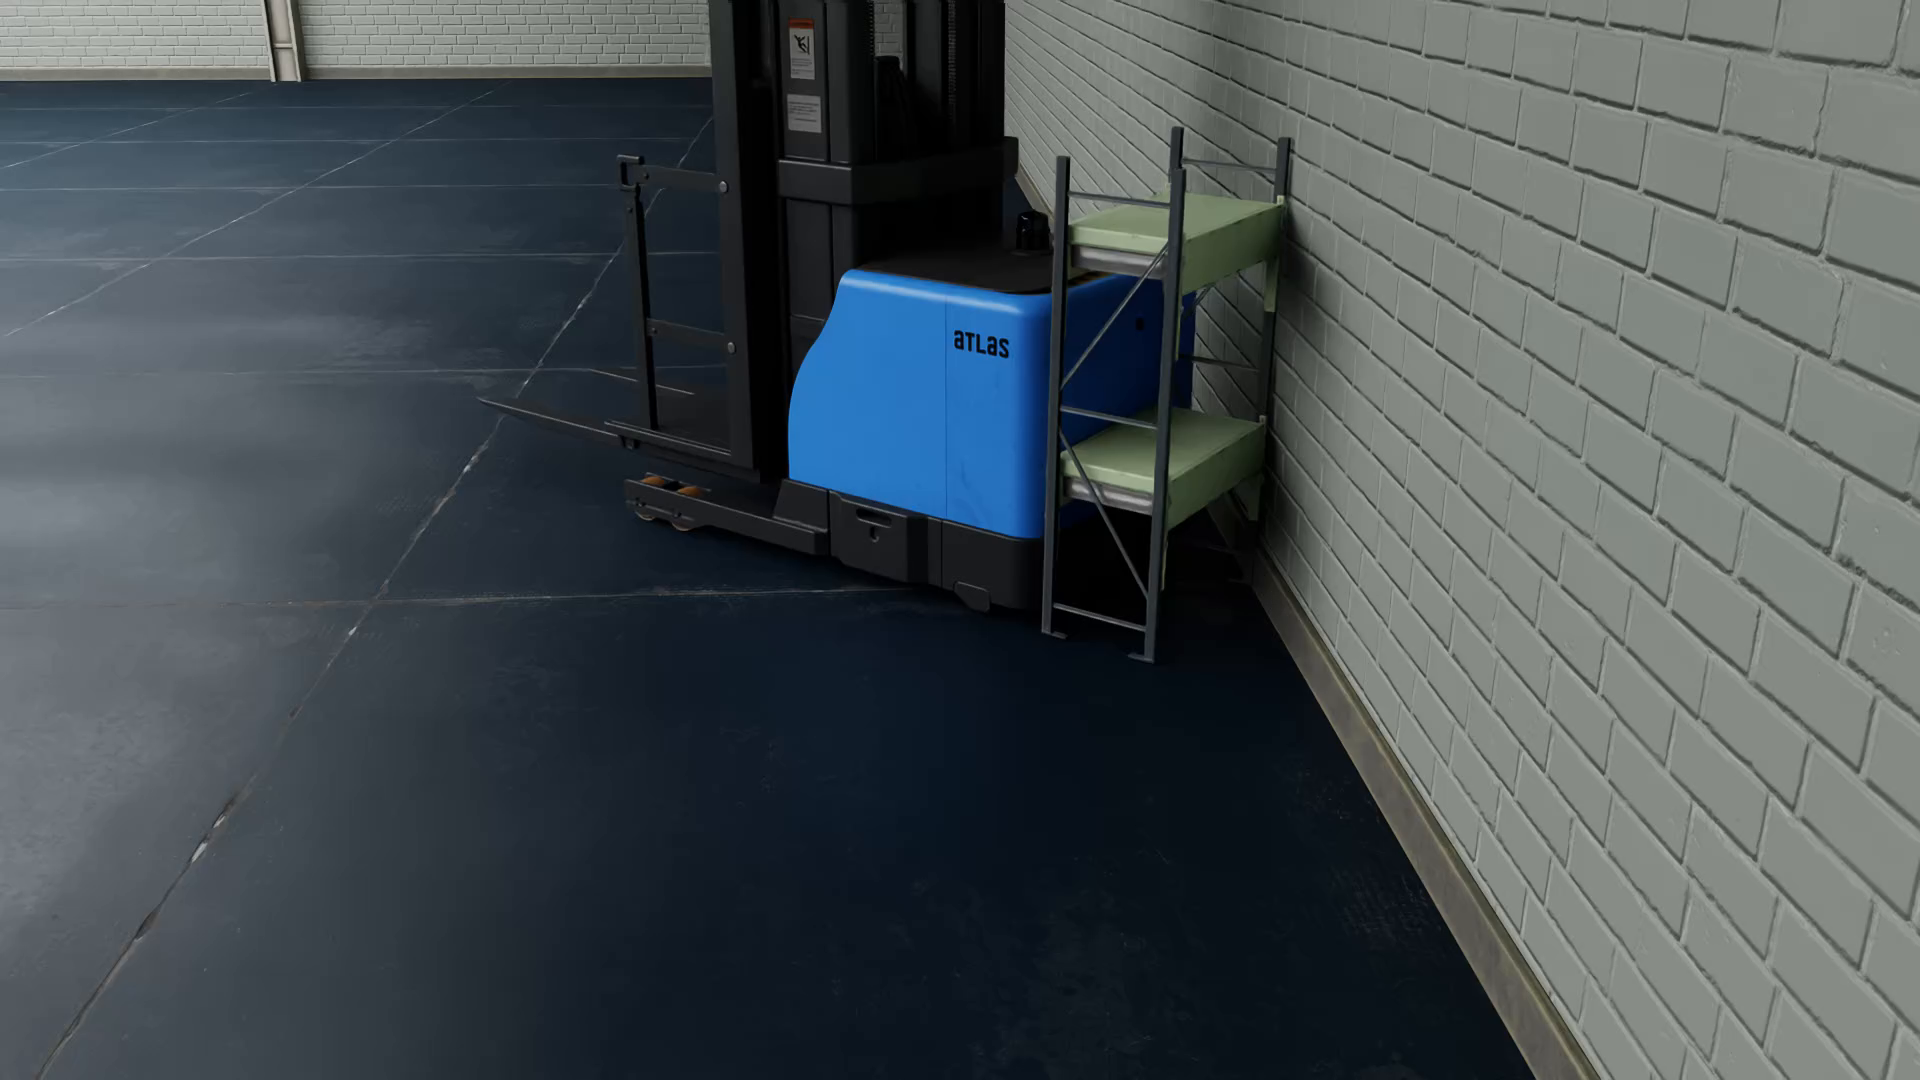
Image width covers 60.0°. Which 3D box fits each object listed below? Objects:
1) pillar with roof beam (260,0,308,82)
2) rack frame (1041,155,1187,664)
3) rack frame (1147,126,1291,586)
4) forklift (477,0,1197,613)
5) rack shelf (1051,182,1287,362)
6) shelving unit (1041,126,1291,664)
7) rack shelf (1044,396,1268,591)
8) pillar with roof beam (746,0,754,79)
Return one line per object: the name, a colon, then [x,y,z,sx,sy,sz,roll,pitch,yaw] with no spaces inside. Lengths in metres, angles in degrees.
pillar with roof beam: [-8.760,-8.856,16.735,0.400,9.000,9.100,-1,21,-3]
rack frame: [0.441,-0.360,4.931,0.400,1.500,0.023,14,26,30]
rack frame: [0.841,-0.585,5.501,0.400,1.500,0.023,14,26,30]
forklift: [-0.649,-1.535,6.033,3.031,2.935,1.130,15,25,34]
rack shelf: [0.645,-0.835,5.070,0.431,0.370,0.720,14,26,30]
shelving unit: [0.641,-0.473,5.216,0.431,1.500,0.755,14,26,30]
rack shelf: [0.637,-0.170,5.338,0.431,0.370,0.720,14,26,30]
pillar with roof beam: [-2.770,-8.978,17.055,0.400,9.000,9.100,-1,21,-3]
